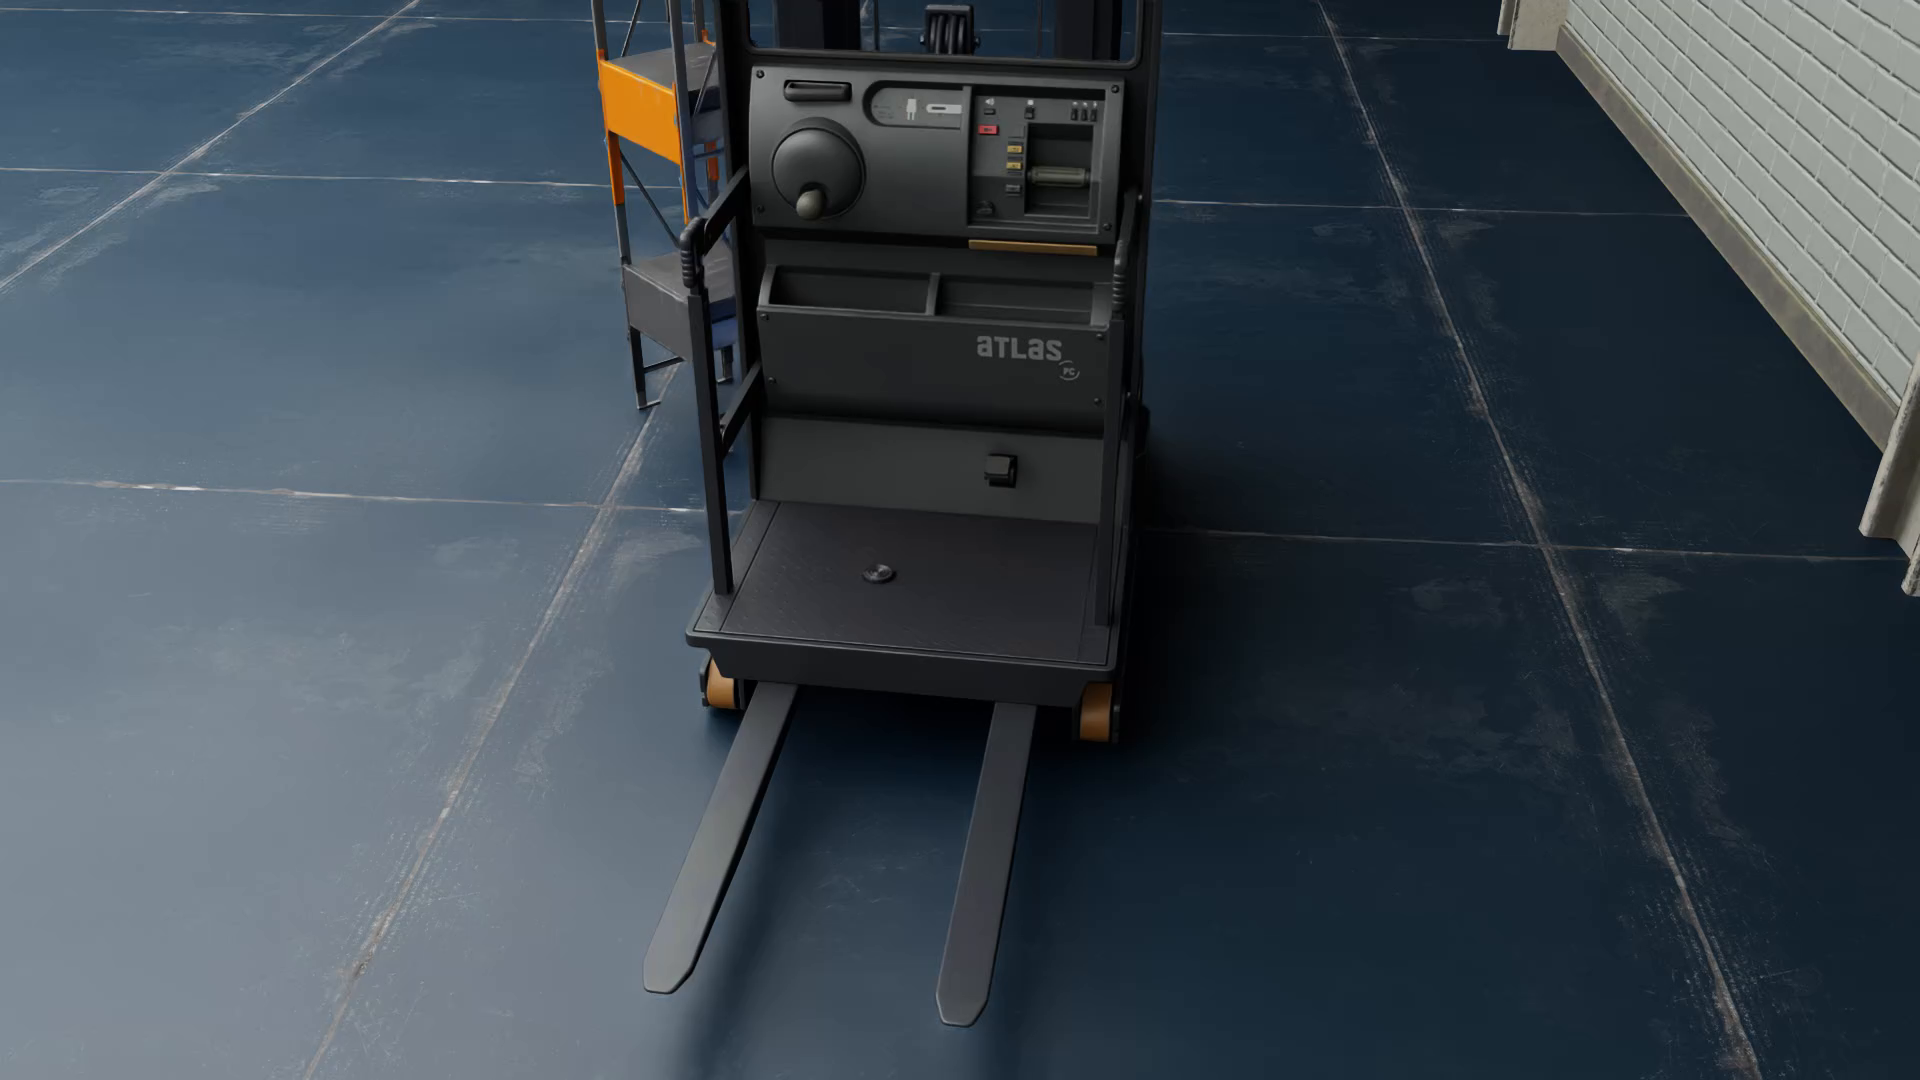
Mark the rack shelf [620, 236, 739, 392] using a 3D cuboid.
[{"bbox_3d":[-0.855,-0.724,5.783,0.431,0.518,0.480,-23,39,-33],"label":"rack shelf"}]

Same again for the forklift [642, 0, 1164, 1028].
[{"bbox_3d":[-0.092,-0.912,3.936,1.130,2.935,3.031,4,32,7],"label":"forklift"}]

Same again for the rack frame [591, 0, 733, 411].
[{"bbox_3d":[-1.009,-1.430,5.570,0.400,2.100,0.015,-23,39,-33],"label":"rack frame"}]

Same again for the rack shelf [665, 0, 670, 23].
[{"bbox_3d":[-0.855,-1.915,5.049,0.431,0.518,0.480,-23,39,-33],"label":"rack shelf"}]

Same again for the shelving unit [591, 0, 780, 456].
[{"bbox_3d":[-0.855,-1.331,5.409,0.431,2.100,0.503,-23,39,-33],"label":"shelving unit"}]

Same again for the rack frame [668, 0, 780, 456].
[{"bbox_3d":[-0.700,-1.232,5.248,0.400,2.100,0.015,-23,39,-33],"label":"rack frame"}]

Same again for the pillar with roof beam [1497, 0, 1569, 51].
[{"bbox_3d":[-0.794,-7.083,8.166,9.100,9.000,0.400,2,32,4],"label":"pillar with roof beam"}]

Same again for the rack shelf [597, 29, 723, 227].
[{"bbox_3d":[-0.855,-1.320,5.416,0.431,0.518,0.480,-23,39,-33],"label":"rack shelf"}]
